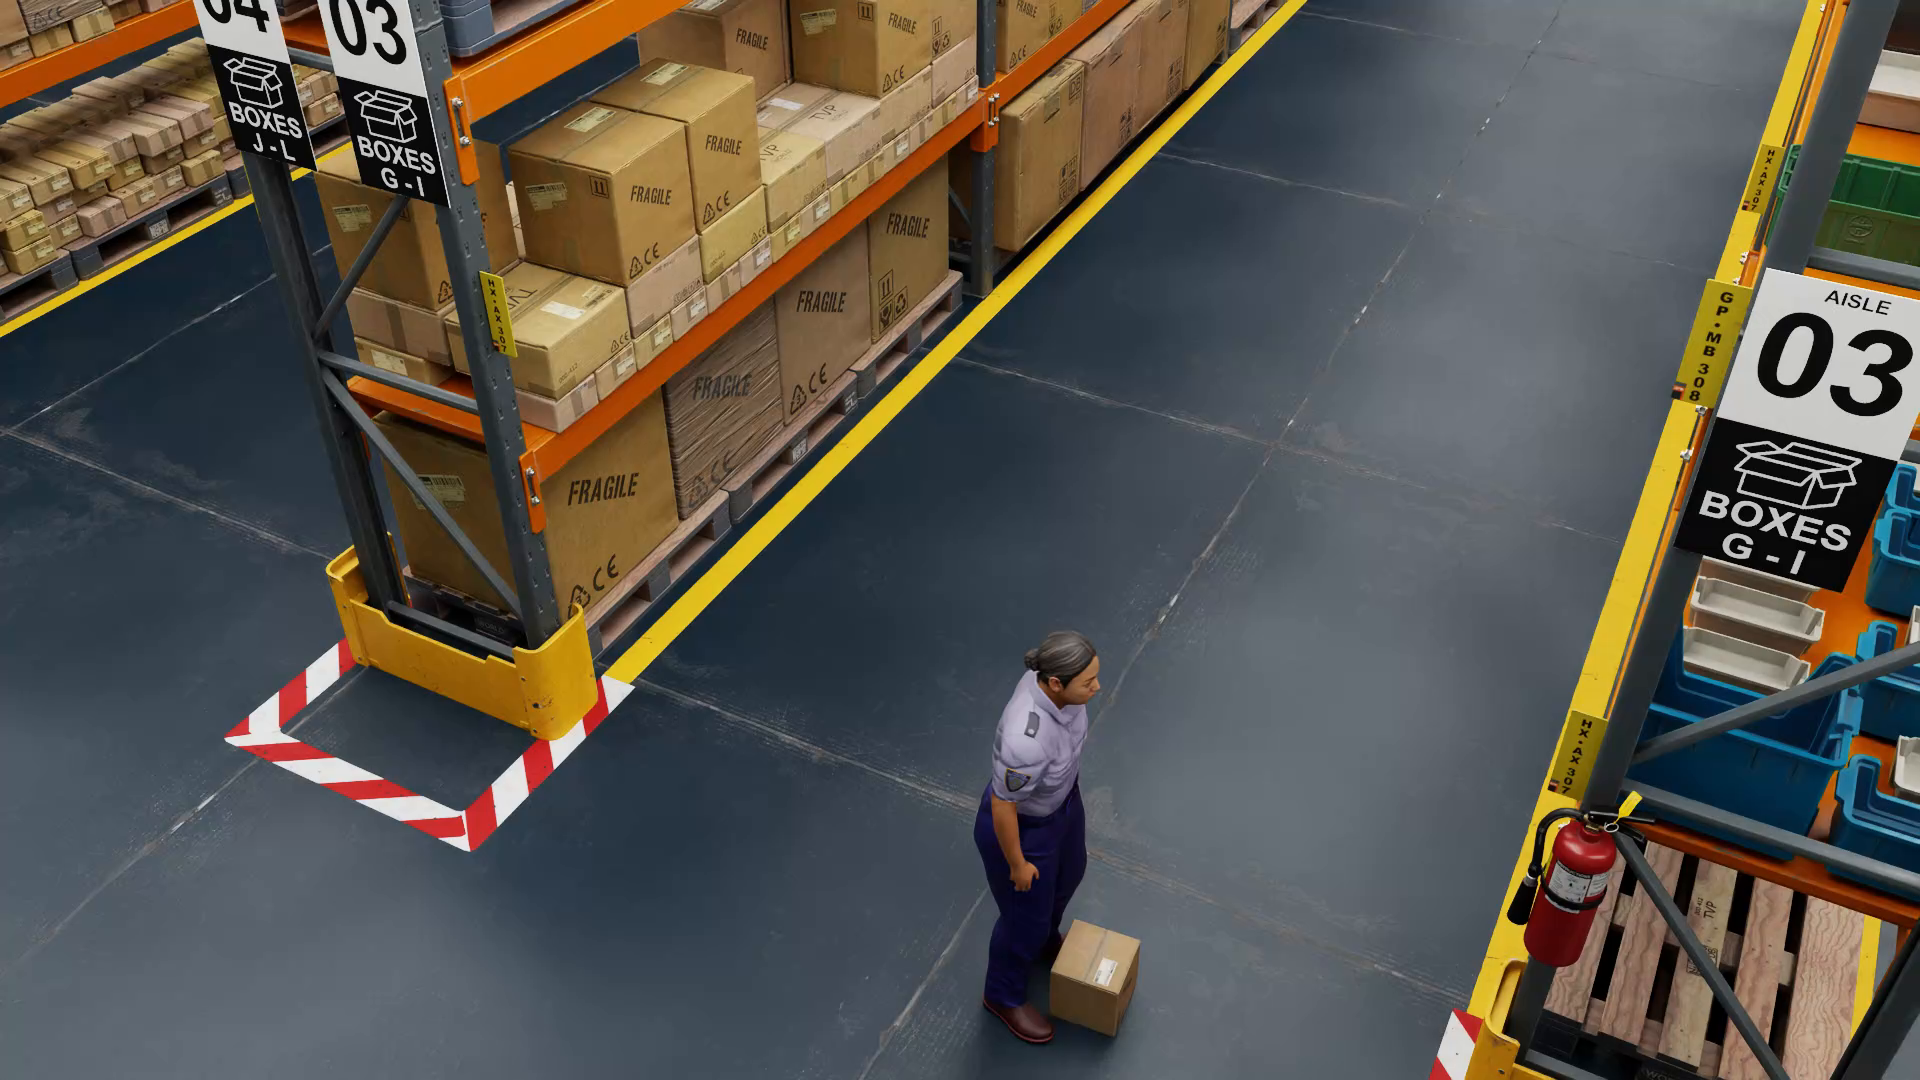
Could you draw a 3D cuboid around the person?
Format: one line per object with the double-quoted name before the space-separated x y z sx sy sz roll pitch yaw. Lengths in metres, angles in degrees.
"person" 0.260 0.941 5.558 0.372 1.650 0.545 16 41 19
